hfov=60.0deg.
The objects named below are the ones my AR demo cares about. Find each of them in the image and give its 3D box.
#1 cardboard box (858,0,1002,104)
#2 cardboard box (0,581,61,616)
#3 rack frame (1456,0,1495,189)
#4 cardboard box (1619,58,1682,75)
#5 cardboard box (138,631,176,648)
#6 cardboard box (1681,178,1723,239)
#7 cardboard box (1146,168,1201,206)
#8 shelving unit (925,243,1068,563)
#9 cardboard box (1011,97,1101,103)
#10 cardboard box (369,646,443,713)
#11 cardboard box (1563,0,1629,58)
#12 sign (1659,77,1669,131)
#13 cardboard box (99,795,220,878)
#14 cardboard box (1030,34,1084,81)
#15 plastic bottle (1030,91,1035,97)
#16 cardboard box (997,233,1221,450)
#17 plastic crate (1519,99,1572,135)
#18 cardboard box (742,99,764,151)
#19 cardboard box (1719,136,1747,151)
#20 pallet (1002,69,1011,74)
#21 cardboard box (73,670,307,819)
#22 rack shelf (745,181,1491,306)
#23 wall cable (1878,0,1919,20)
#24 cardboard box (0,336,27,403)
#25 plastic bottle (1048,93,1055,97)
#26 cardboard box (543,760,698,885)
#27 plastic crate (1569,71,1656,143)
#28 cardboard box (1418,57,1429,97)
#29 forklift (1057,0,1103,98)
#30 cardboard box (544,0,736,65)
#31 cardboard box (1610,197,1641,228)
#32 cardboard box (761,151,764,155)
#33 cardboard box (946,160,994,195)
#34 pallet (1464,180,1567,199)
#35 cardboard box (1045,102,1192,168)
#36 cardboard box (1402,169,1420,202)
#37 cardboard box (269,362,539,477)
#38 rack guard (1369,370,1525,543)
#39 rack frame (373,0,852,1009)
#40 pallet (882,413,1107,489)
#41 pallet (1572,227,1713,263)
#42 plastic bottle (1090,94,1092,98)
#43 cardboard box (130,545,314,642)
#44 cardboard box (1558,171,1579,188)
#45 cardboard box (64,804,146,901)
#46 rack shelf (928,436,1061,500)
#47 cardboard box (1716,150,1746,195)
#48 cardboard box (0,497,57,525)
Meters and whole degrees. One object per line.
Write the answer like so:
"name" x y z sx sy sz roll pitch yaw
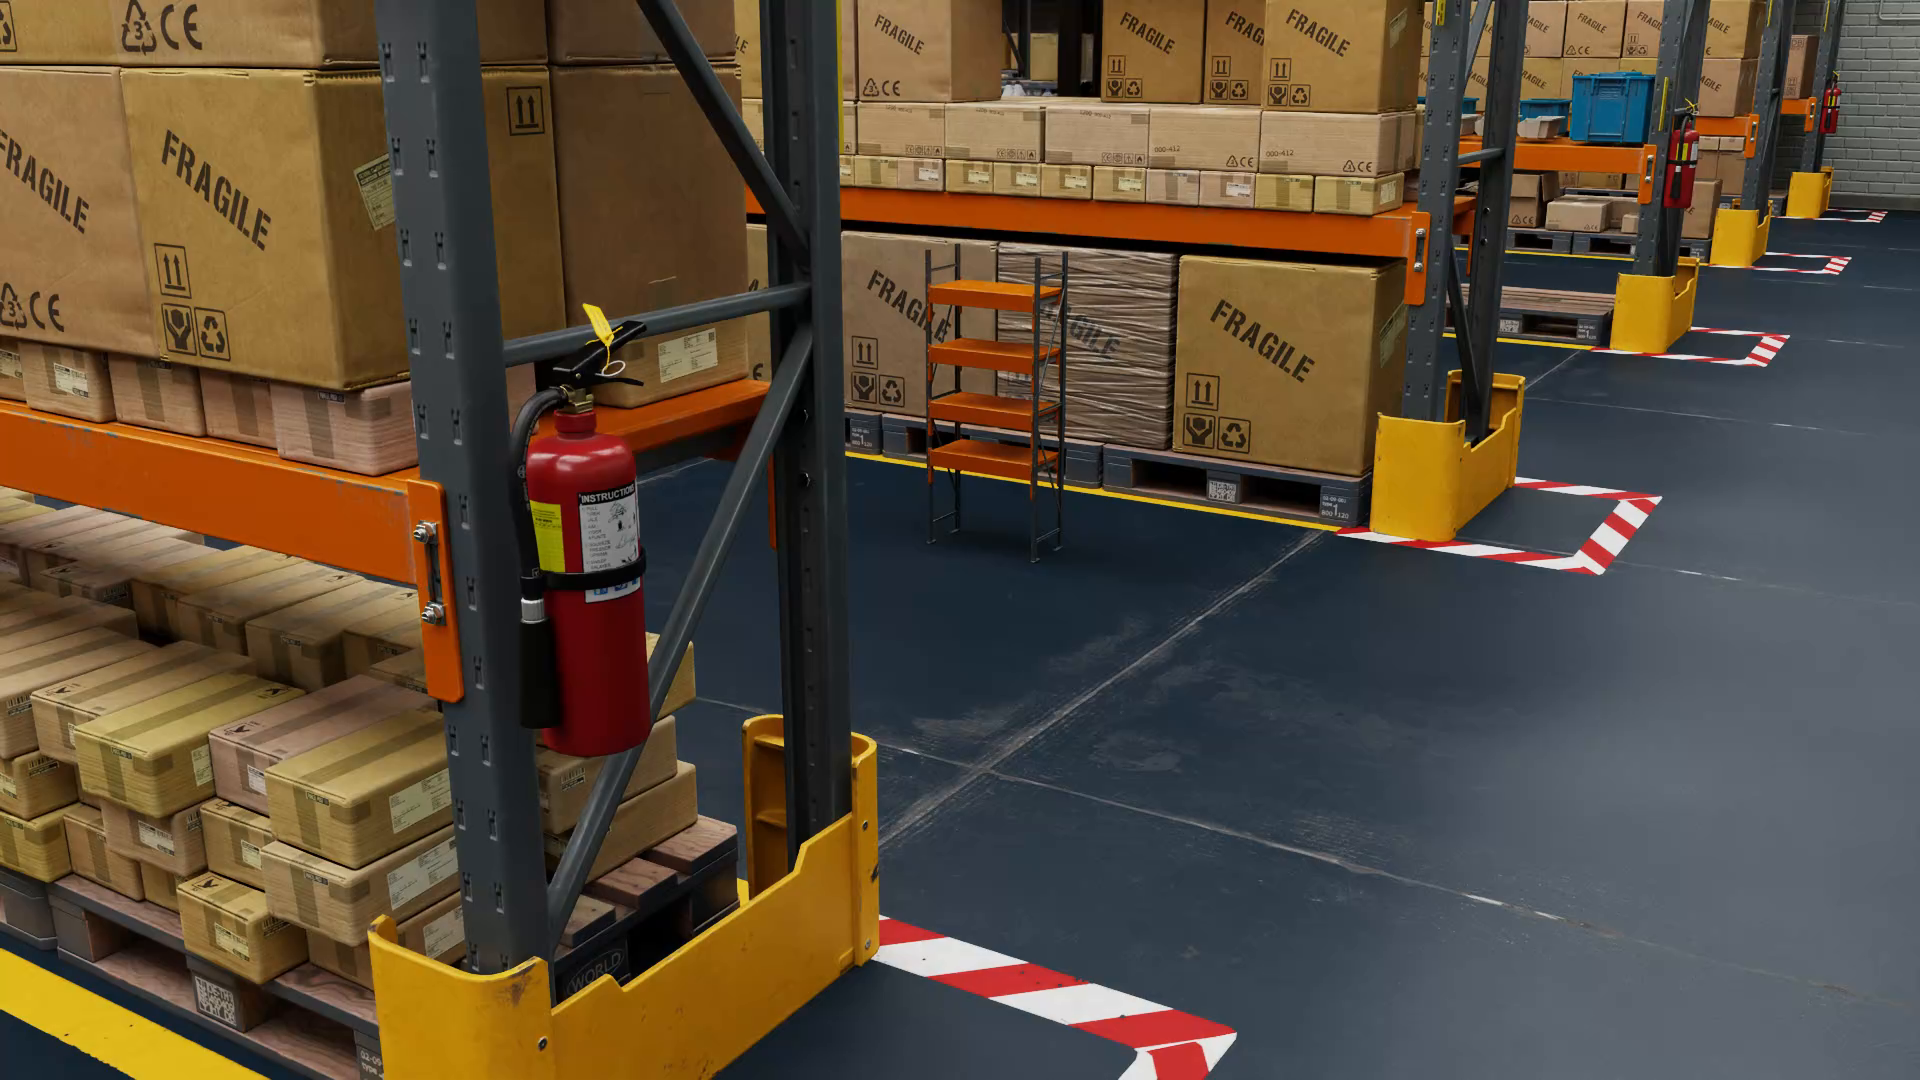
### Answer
"cardboard box" -0.138 -2.339 7.876 0.500 0.500 0.500 9 19 28
"cardboard box" -2.452 0.239 4.093 0.250 0.149 0.380 10 20 30
"rack frame" 6.503 -5.881 21.080 0.127 3.000 1.000 10 20 30
"cardboard box" 6.355 -4.171 15.281 0.500 0.500 0.500 10 20 31
"cardboard box" -2.008 0.314 4.357 0.250 0.149 0.380 11 20 33
"cardboard box" 6.730 -3.081 15.407 0.500 0.500 0.500 10 20 30
"cardboard box" 1.010 -1.560 7.289 0.250 0.149 0.380 11 20 31
"shelving unit" 0.141 -0.549 6.624 0.503 1.200 0.258 10 20 30
"cardboard box" 0.547 -2.035 8.167 0.500 0.250 0.500 10 19 29
"cardboard box" -1.113 0.324 3.814 0.250 0.149 0.380 11 20 31
"cardboard box" 5.924 -4.725 15.383 0.500 0.500 0.500 11 20 32
"sign" 4.453 -2.758 10.519 0.005 0.325 0.100 10 20 30
"cardboard box" -1.590 0.554 3.568 0.250 0.149 0.380 9 19 28
"cardboard box" 1.101 -5.443 18.743 0.500 0.500 0.700 4 17 12
"plastic bottle" 0.593 -3.375 13.032 0.133 0.283 0.061 10 20 30
"cardboard box" 0.772 -0.992 7.920 0.875 0.875 0.875 10 20 30
"plastic crate" 4.128 -2.986 11.737 0.300 0.233 0.416 10 20 30
"cardboard box" -1.010 -2.135 8.494 0.500 0.250 0.500 10 19 29
"cardboard box" 9.058 -4.644 19.470 0.250 0.149 0.380 10 19 29
"pallet" 0.262 -6.854 24.613 1.213 0.211 1.003 10 20 30
"cardboard box" -1.602 0.421 3.492 0.250 0.149 0.380 10 19 29
"rack shelf" 0.431 -1.552 8.067 4.000 0.370 1.077 10 20 30
"wall cable" 11.498 -5.798 19.059 1.851 1.984 0.084 10 20 30
"cardboard box" -1.825 -0.400 3.470 0.250 0.149 0.380 9 19 28
"plastic bottle" 0.812 -3.588 13.746 0.135 0.276 0.152 10 20 30
"cardboard box" -0.826 0.625 3.844 0.250 0.149 0.380 11 20 31
"plastic crate" 4.344 -2.869 11.001 0.499 0.435 0.616 10 20 30
"cardboard box" 4.644 -4.479 16.294 0.500 0.500 0.500 11 20 31
"forklift" 0.651 -2.403 9.749 3.031 2.935 1.130 10 20 31
"cardboard box" -0.790 -1.182 3.206 0.500 0.500 0.500 10 20 30
"cardboard box" 6.582 -3.169 16.126 0.500 0.250 0.500 10 20 30
"cardboard box" -0.972 -1.913 8.450 0.250 0.149 0.380 9 19 28
"cardboard box" 0.134 -1.716 7.802 0.250 0.149 0.380 9 19 28
"pallet" 7.110 -4.411 21.041 1.213 0.211 1.003 10 20 30
"cardboard box" 0.717 -1.825 7.475 0.500 0.250 0.500 9 19 28
"cardboard box" 2.005 -1.607 7.445 0.250 0.149 0.380 10 20 31
"cardboard box" -0.973 -0.238 2.937 0.250 0.149 0.380 10 20 30
"rack guard" 2.155 -0.392 7.312 0.348 0.500 1.175 10 20 30
"rack frame" -0.547 -0.379 2.968 0.127 3.000 1.000 10 20 30
"pallet" 0.377 -0.546 8.315 1.213 0.211 1.003 10 20 30
"pallet" 6.578 -2.843 15.878 1.213 0.211 1.003 10 20 30
"plastic bottle" 1.154 -3.543 13.470 0.185 0.351 0.144 10 20 30
"cardboard box" -1.947 0.140 4.417 0.250 0.149 0.380 10 20 31
"cardboard box" 7.513 -4.669 20.670 0.500 0.500 0.700 10 20 30
"cardboard box" -1.774 0.646 3.776 0.250 0.149 0.380 10 20 31
"rack shelf" 0.141 -0.295 6.701 0.480 0.148 0.258 10 20 30
"cardboard box" 9.263 -4.359 19.648 0.500 0.500 0.700 10 20 30
"cardboard box" -2.881 0.005 4.864 0.250 0.149 0.380 11 20 32
